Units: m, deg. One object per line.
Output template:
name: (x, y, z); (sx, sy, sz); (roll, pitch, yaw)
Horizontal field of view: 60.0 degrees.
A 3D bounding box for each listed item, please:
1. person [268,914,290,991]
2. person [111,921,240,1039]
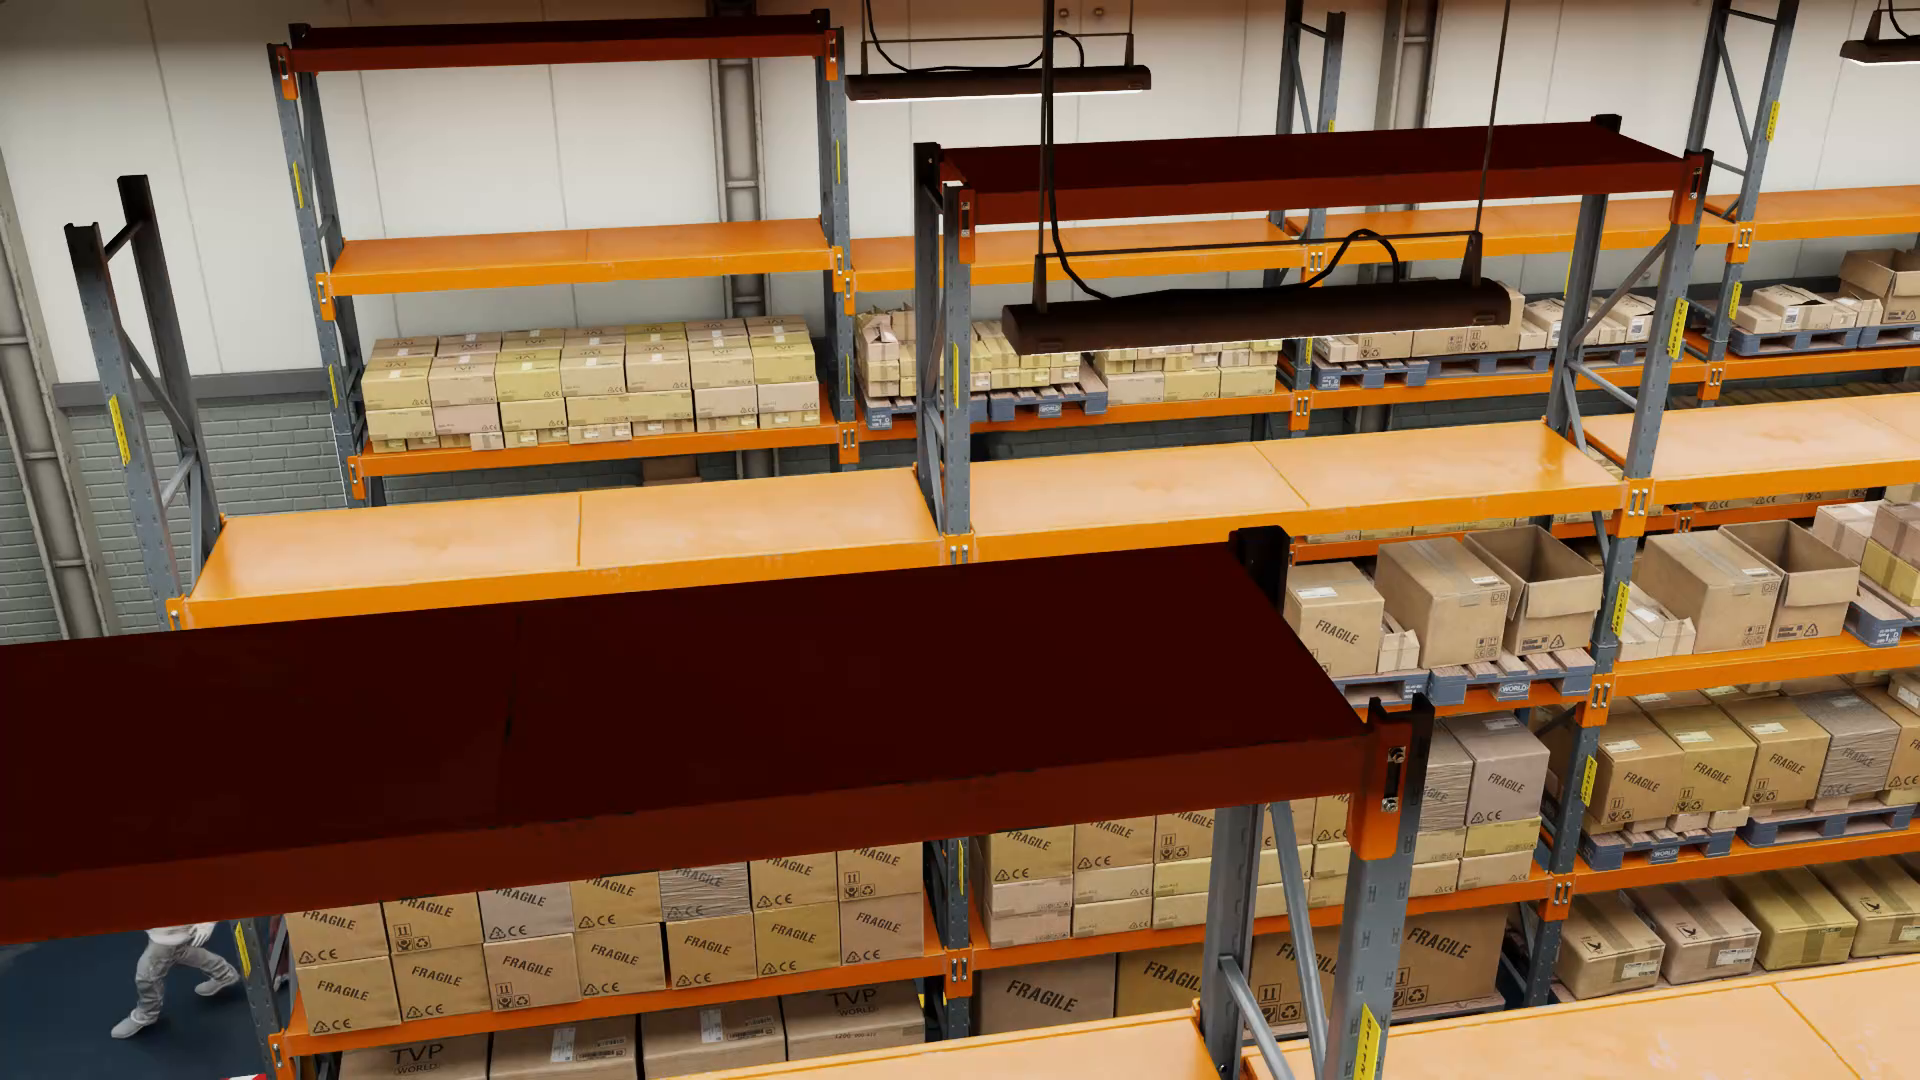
person: (-4.442, 2.405, 11.438); (0.906, 1.662, 0.592); (-23, 34, -38)
person: (-5.272, 2.574, 10.970); (0.857, 1.736, 0.670); (-18, 31, -33)
